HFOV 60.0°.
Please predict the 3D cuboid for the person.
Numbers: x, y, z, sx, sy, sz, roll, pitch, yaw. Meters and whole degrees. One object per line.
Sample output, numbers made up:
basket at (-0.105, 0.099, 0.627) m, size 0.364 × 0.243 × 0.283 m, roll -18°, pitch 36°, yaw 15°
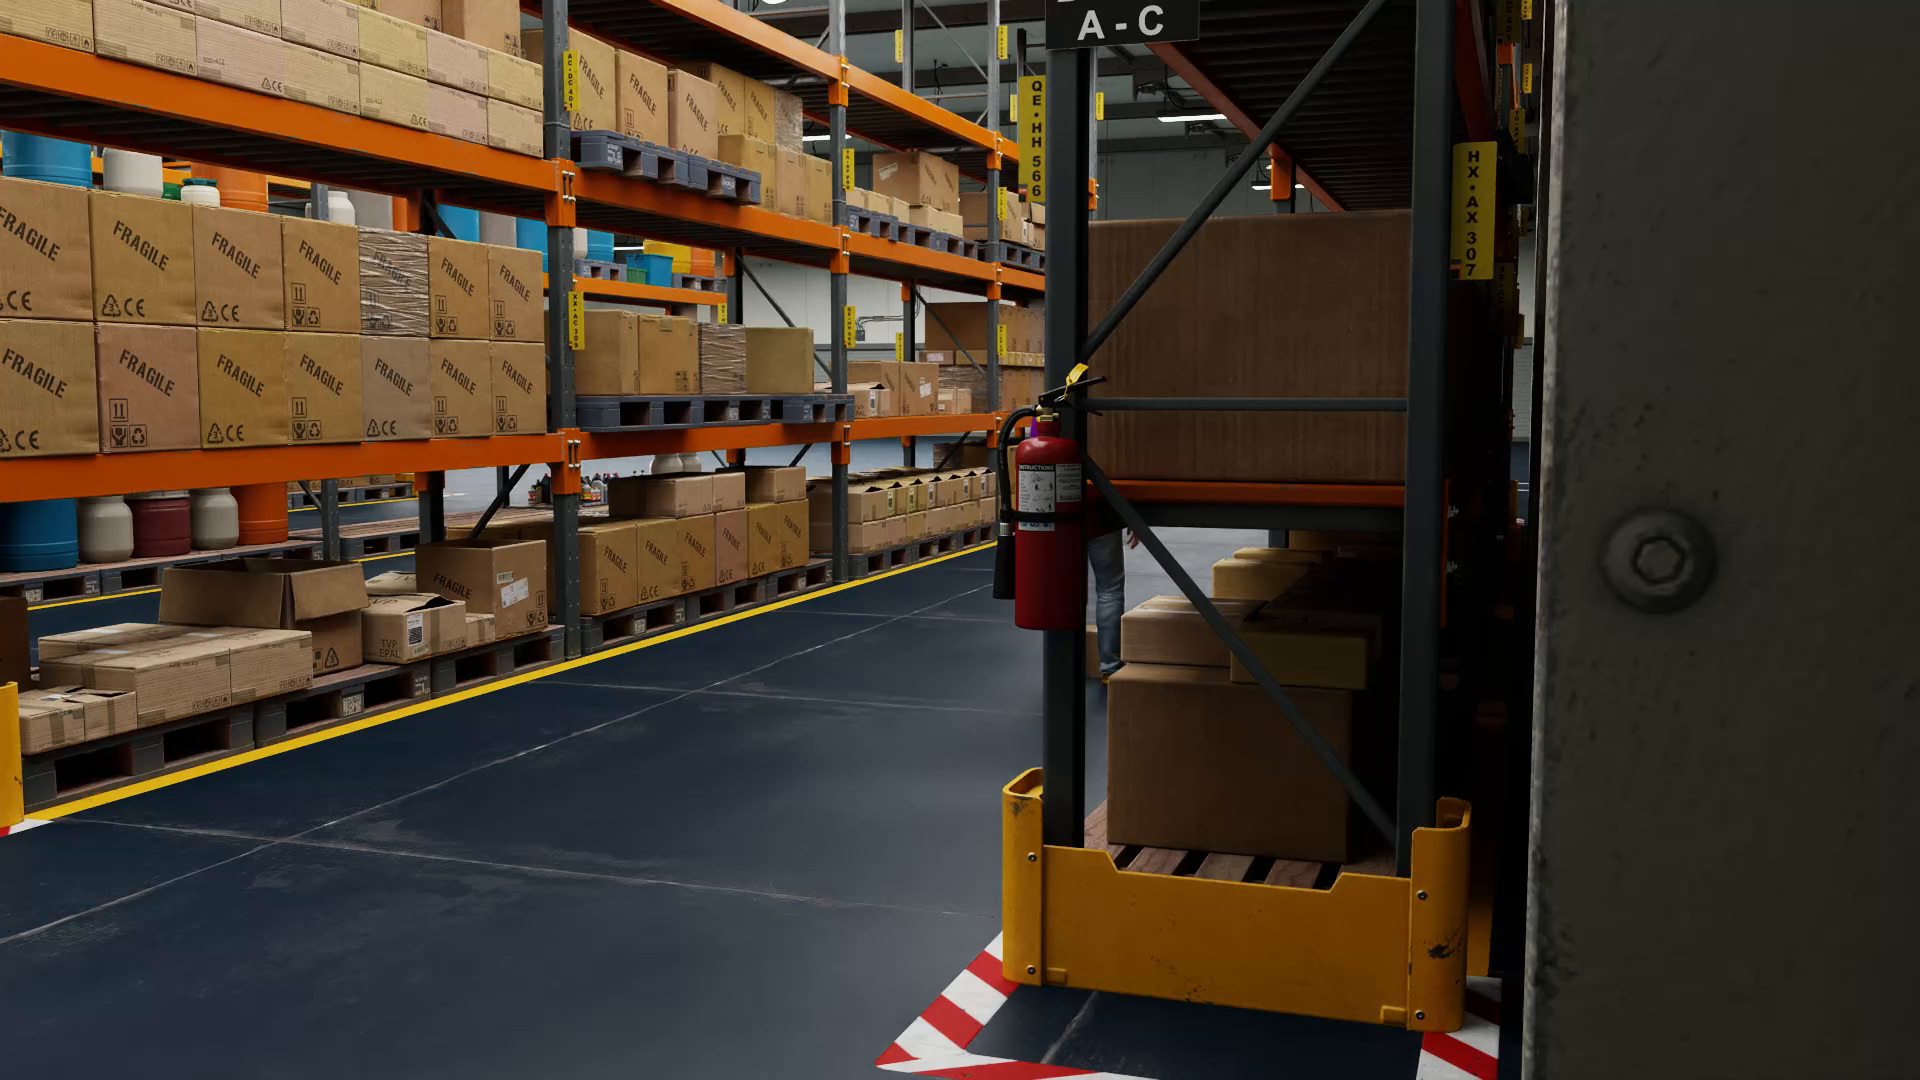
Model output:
person at (0.657, -0.124, 8.788) m, size 0.626 × 1.759 × 0.463 m, roll 2°, pitch 5°, yaw 16°
